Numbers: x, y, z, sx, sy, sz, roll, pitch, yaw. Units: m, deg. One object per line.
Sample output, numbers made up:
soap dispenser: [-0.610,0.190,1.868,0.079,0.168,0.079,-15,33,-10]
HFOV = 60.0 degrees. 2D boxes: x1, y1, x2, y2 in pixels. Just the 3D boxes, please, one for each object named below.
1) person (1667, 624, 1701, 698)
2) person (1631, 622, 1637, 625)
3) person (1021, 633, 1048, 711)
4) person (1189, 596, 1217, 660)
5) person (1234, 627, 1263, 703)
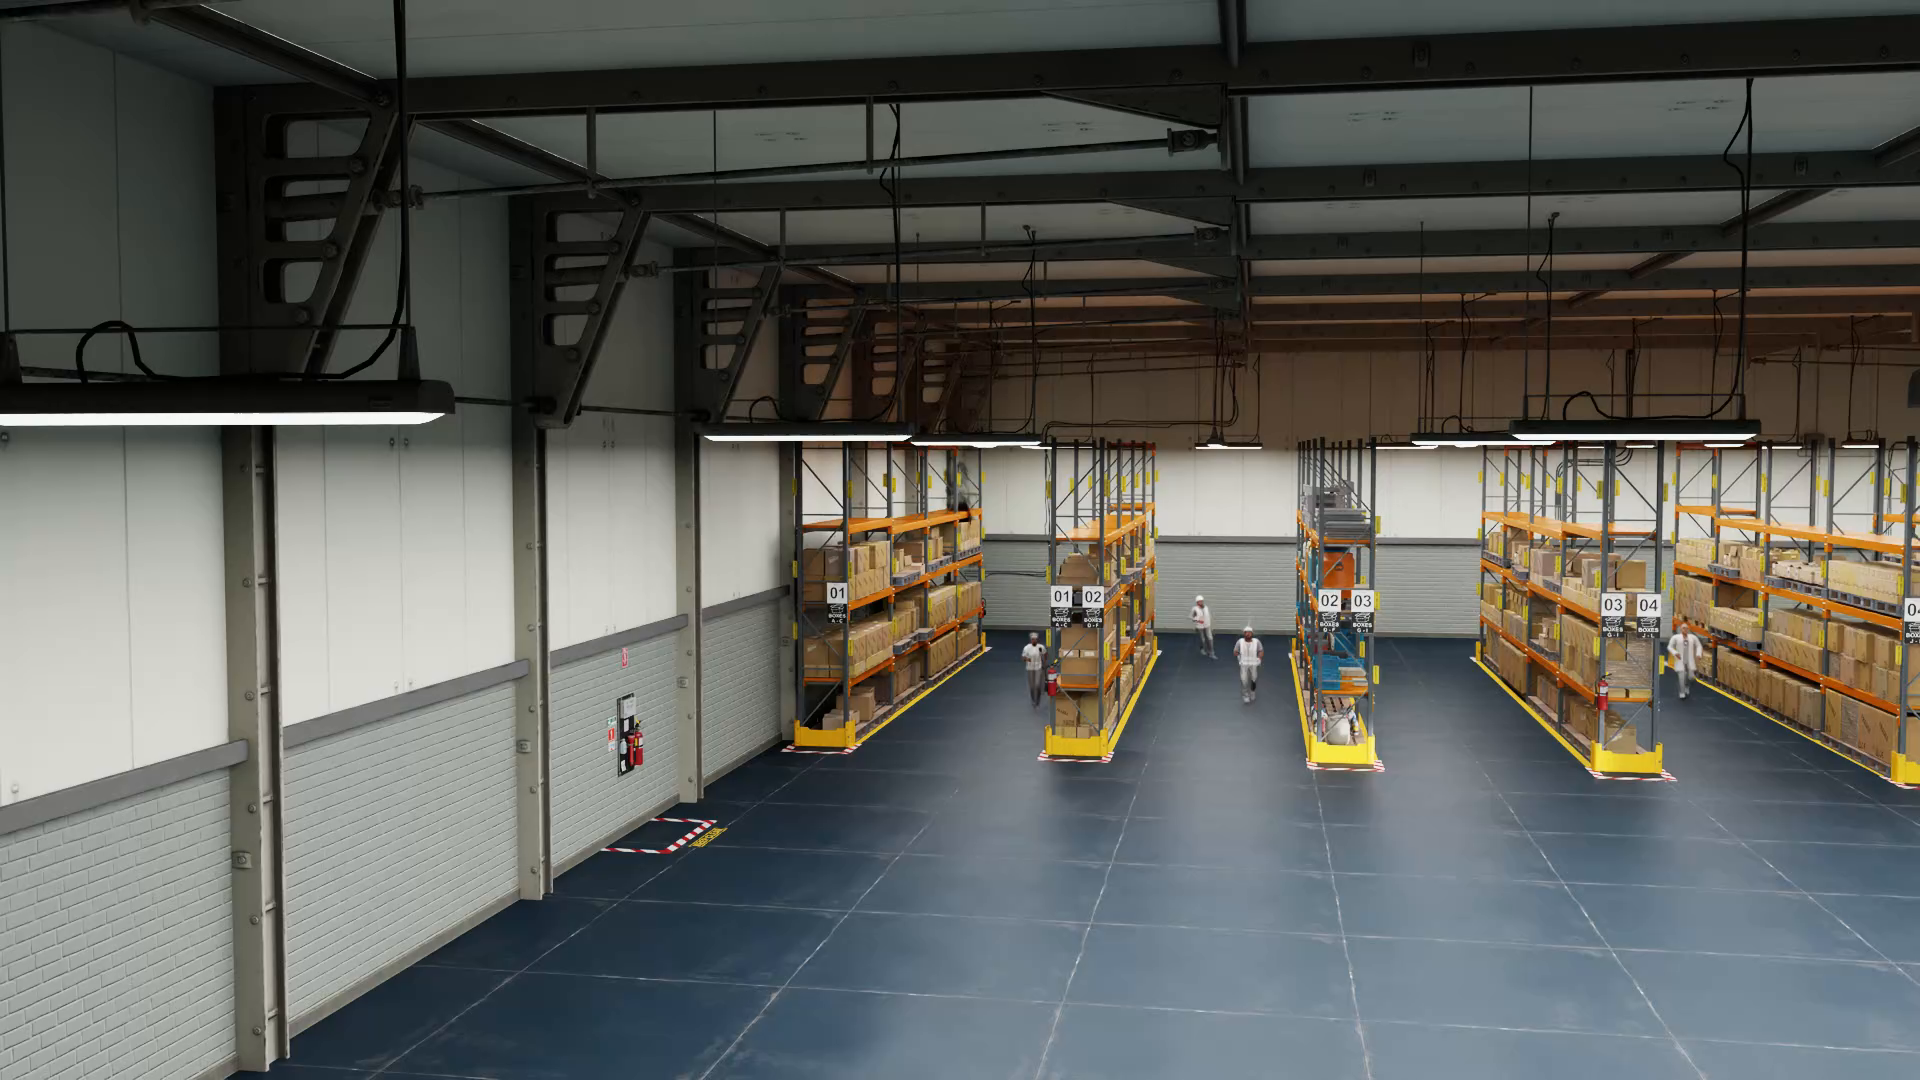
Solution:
person: [16.823,2.808,38.593,0.759,1.729,0.660,1,3,12]
person: [17.483,2.600,42.973,0.721,1.718,0.598,1,3,12]
person: [1.650,2.922,37.012,0.562,1.755,0.764,0,3,8]
person: [6.681,2.414,46.170,0.687,1.752,0.894,-1,3,-12]
person: [6.558,2.846,37.816,0.672,1.736,0.599,0,3,9]
